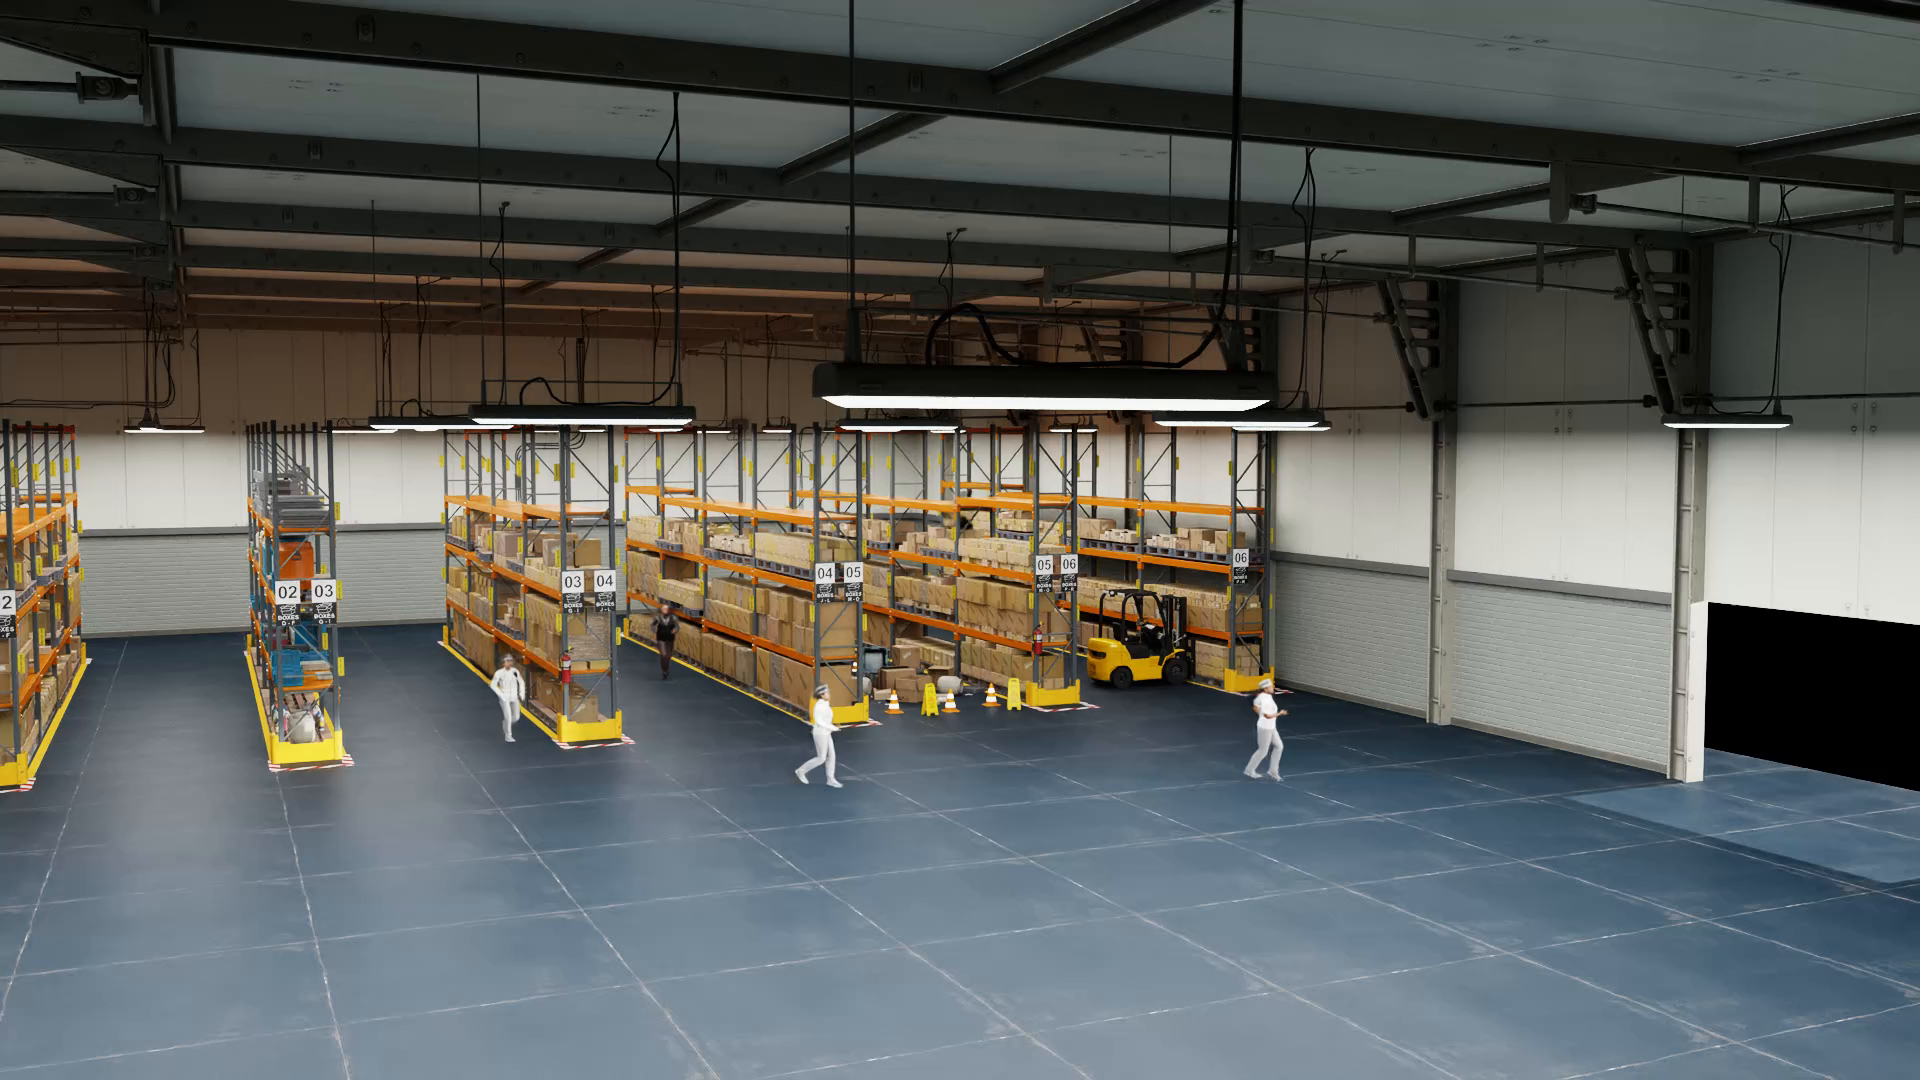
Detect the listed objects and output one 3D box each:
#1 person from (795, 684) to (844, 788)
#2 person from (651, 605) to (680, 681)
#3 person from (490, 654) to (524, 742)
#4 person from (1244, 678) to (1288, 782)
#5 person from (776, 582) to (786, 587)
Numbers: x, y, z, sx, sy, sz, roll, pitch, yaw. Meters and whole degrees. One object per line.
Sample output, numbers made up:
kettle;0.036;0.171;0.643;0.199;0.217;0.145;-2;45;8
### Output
person;-2.286;3.191;27.110;0.784;1.705;0.640;0;4;4
person;-6.929;2.410;39.229;0.649;1.758;0.834;-1;4;-23
person;-8.489;2.942;31.204;0.667;1.644;0.564;-3;4;-37
person;5.078;3.159;27.544;0.714;1.751;0.556;1;4;16
person;-5.413;1.680;51.066;0.661;1.732;0.697;-1;4;-10
